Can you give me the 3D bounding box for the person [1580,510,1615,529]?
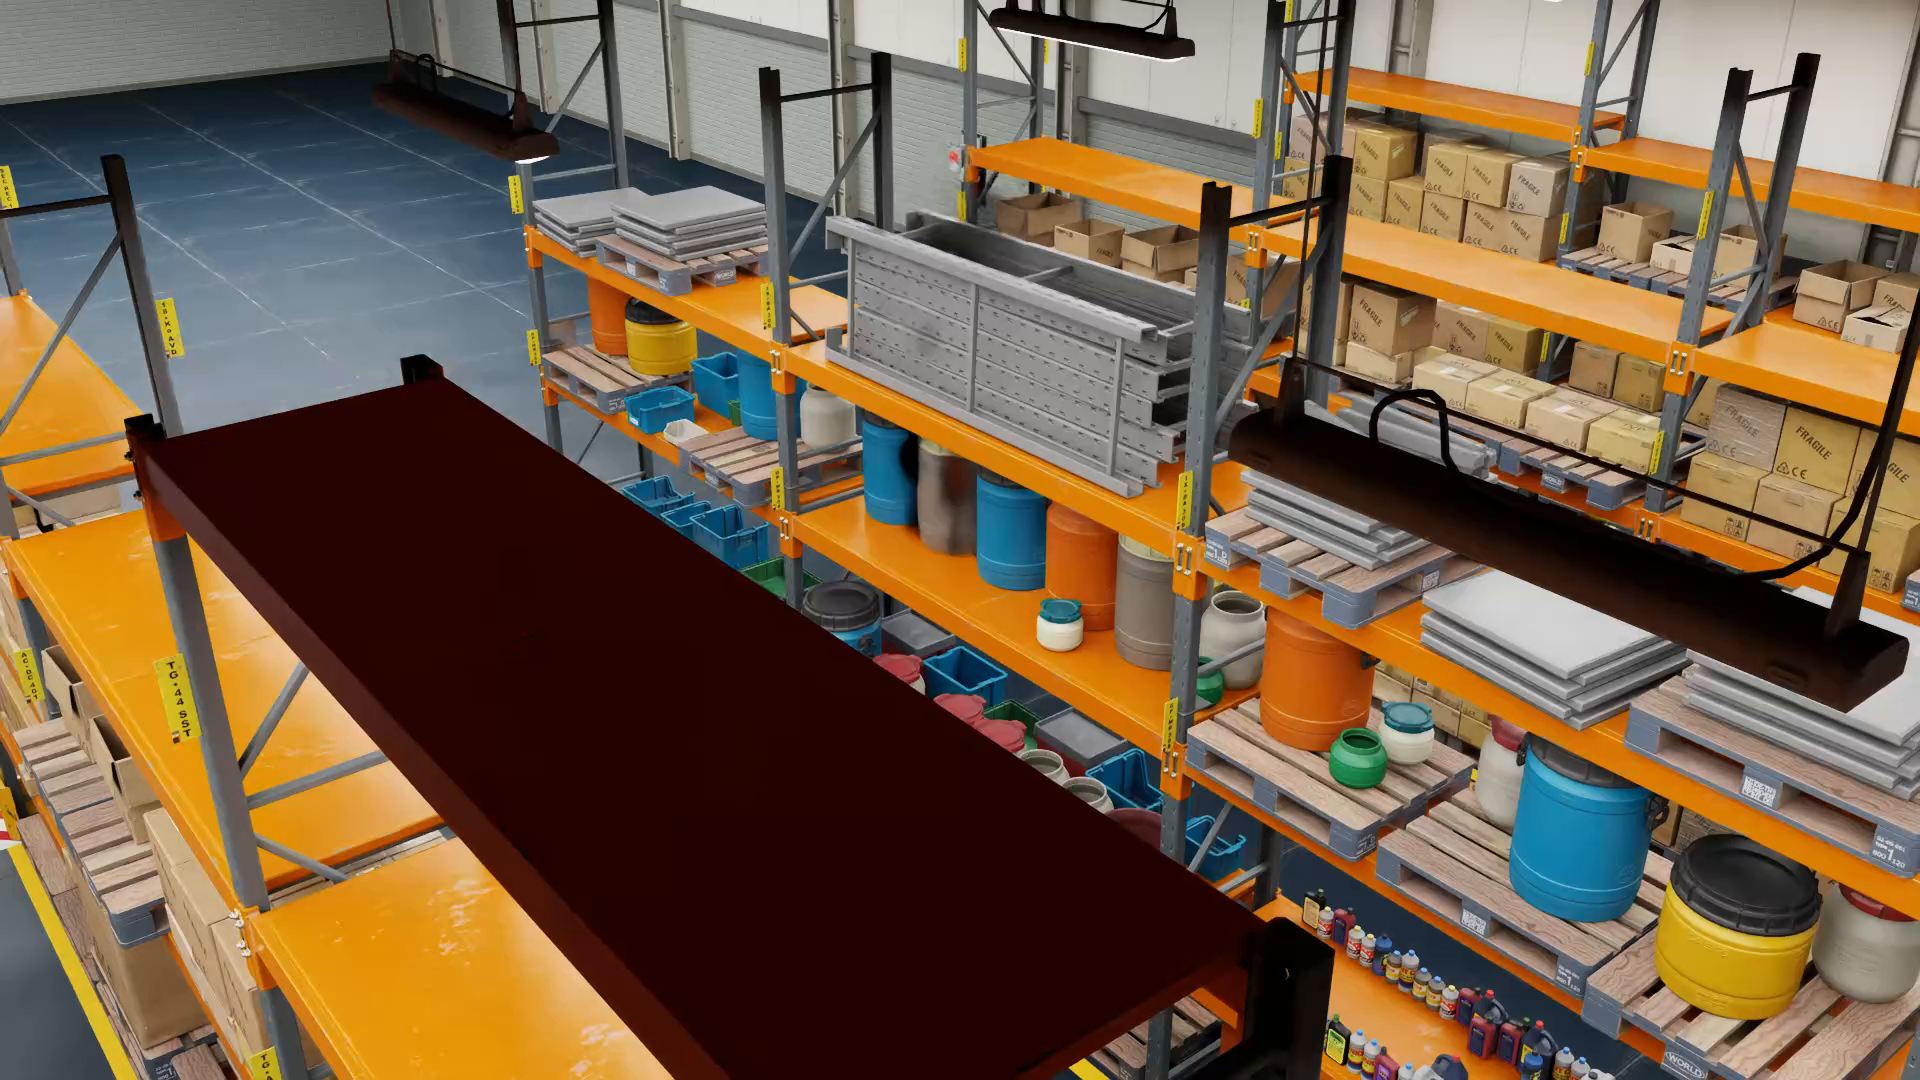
[{"bbox_3d":[5.809,0.405,15.475,0.702,1.726,0.598,-16,30,-29],"label":"person"}]
